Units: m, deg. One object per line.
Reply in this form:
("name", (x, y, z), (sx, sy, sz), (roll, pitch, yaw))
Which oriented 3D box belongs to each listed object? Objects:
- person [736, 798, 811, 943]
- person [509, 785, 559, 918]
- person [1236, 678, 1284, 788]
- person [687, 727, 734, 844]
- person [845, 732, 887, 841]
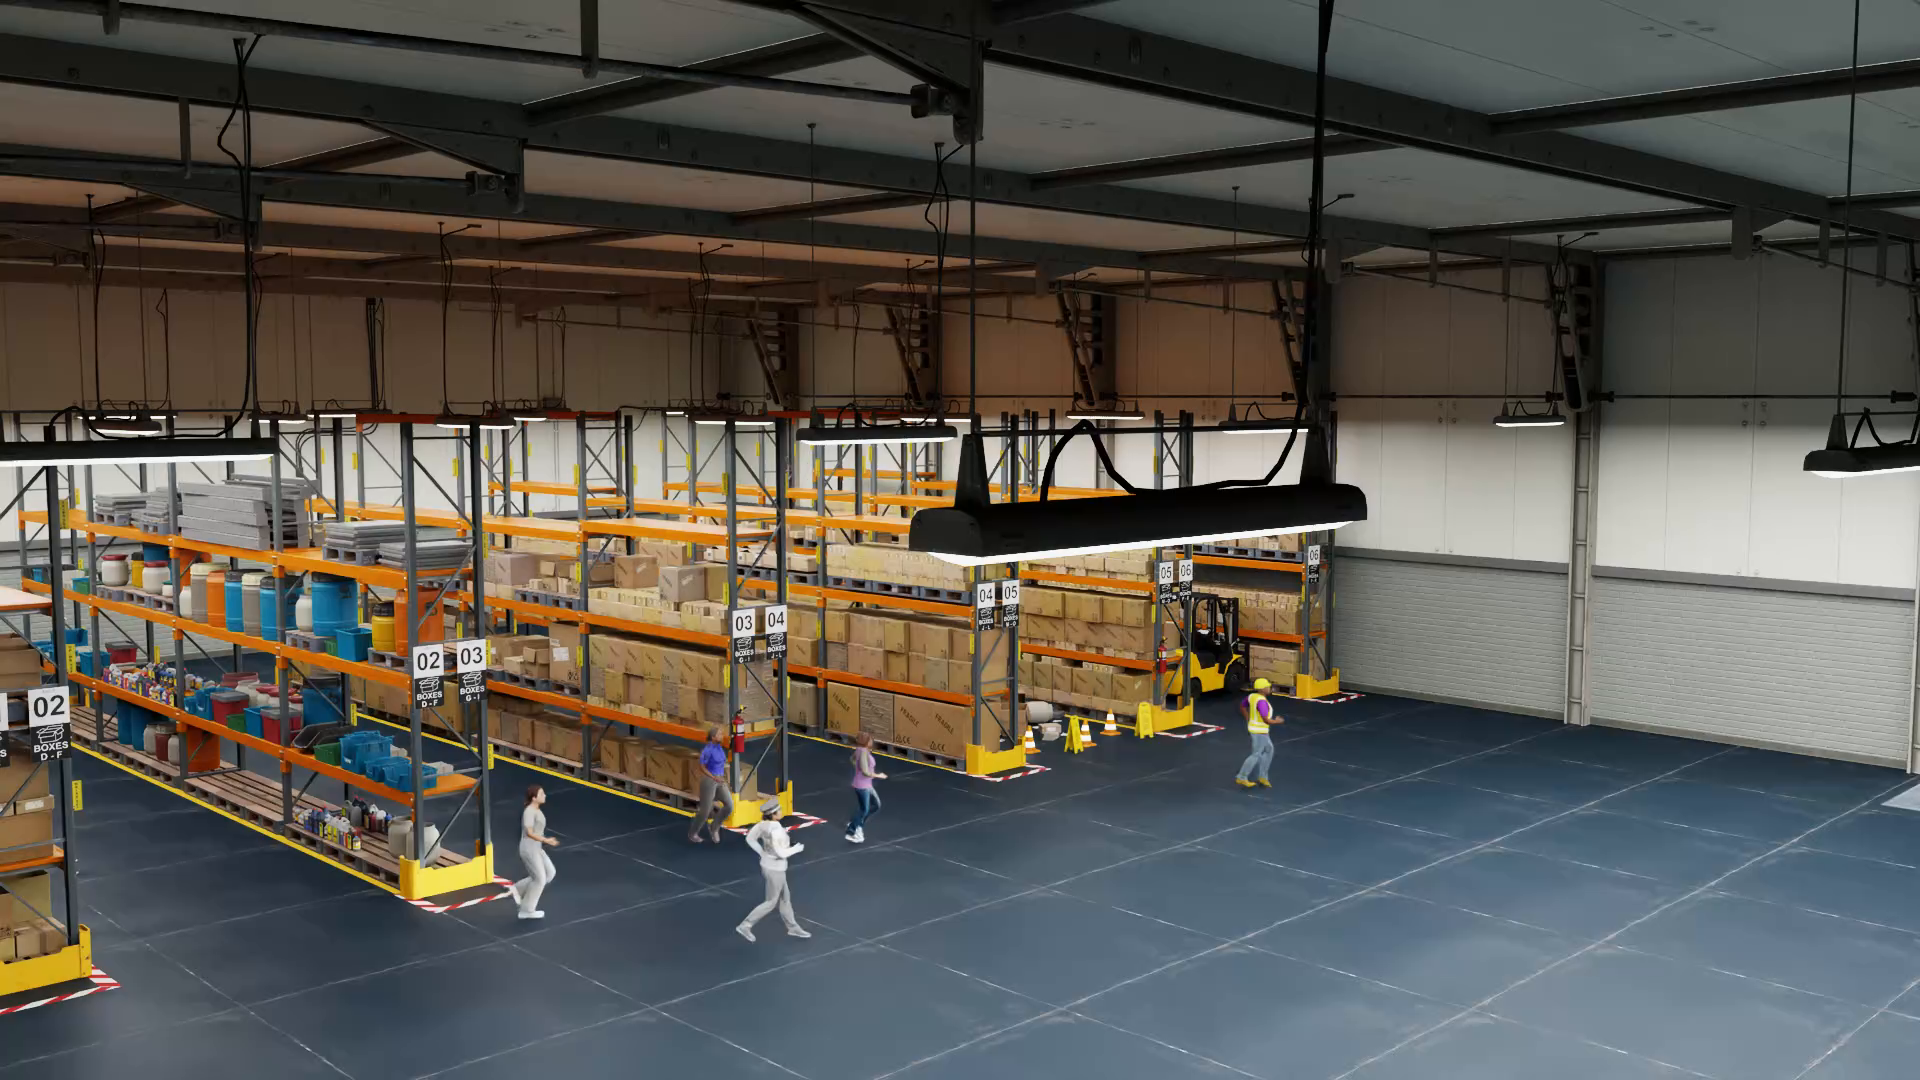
("person", (-2.147, 3.803, 19.114), (0.920, 1.701, 0.612), (-2, 5, -23))
("person", (-5.181, 3.780, 20.256), (0.624, 1.616, 0.595), (-1, 5, -7))
("person", (4.823, 3.140, 26.805), (0.754, 1.839, 0.719), (0, 5, -2))
("person", (-3.490, 3.479, 23.638), (0.632, 1.633, 0.641), (3, 6, 27))
("person", (-1.334, 3.490, 23.594), (0.607, 1.565, 0.563), (0, 5, -3))
